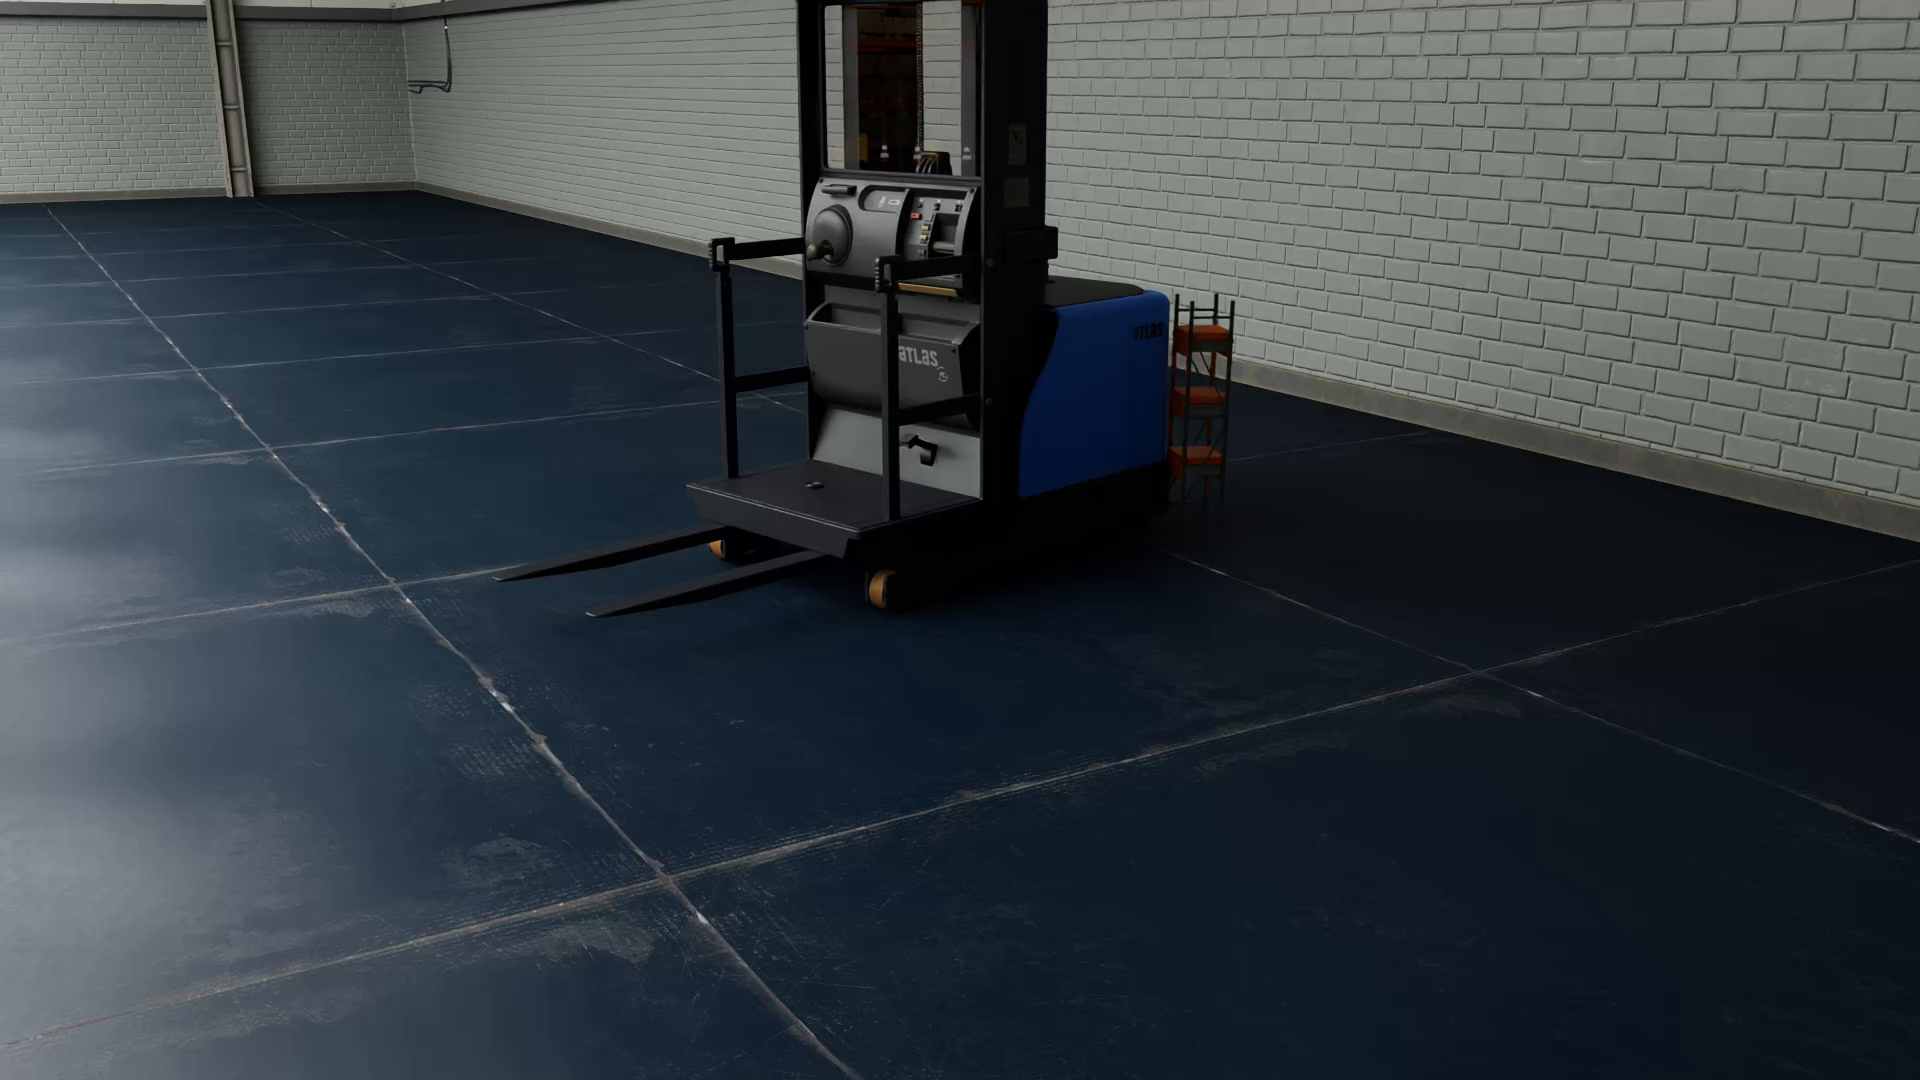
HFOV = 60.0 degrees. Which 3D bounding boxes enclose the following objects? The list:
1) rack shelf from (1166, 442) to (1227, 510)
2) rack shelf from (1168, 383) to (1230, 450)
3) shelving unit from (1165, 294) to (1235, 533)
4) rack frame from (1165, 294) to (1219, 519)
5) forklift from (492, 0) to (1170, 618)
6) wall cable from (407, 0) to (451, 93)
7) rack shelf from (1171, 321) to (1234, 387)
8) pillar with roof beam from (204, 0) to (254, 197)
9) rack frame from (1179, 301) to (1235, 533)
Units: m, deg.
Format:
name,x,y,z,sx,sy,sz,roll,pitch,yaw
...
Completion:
name,x,y,z,sx,sy,sz,roll,pitch,yaw
rack shelf,1.078,-0.296,7.613,0.215,0.259,0.240,-2,16,-8
rack shelf,1.082,-0.563,7.539,0.215,0.259,0.240,-2,16,-8
shelving unit,1.082,-0.574,7.536,0.215,1.050,0.252,-2,16,-8
rack frame,1.064,-0.606,7.652,0.200,1.050,0.008,-2,16,-8
forklift,-0.434,-1.290,6.614,1.130,2.935,3.031,15,21,42
wall cable,-9.058,-8.801,27.919,0.112,2.526,3.097,-9,18,-30
rack shelf,1.085,-0.837,7.463,0.215,0.259,0.240,-2,16,-8
pillar with roof beam,-10.047,-9.197,23.577,0.400,9.000,9.100,-9,18,-30
rack frame,1.099,-0.541,7.420,0.200,1.050,0.008,-2,16,-8
